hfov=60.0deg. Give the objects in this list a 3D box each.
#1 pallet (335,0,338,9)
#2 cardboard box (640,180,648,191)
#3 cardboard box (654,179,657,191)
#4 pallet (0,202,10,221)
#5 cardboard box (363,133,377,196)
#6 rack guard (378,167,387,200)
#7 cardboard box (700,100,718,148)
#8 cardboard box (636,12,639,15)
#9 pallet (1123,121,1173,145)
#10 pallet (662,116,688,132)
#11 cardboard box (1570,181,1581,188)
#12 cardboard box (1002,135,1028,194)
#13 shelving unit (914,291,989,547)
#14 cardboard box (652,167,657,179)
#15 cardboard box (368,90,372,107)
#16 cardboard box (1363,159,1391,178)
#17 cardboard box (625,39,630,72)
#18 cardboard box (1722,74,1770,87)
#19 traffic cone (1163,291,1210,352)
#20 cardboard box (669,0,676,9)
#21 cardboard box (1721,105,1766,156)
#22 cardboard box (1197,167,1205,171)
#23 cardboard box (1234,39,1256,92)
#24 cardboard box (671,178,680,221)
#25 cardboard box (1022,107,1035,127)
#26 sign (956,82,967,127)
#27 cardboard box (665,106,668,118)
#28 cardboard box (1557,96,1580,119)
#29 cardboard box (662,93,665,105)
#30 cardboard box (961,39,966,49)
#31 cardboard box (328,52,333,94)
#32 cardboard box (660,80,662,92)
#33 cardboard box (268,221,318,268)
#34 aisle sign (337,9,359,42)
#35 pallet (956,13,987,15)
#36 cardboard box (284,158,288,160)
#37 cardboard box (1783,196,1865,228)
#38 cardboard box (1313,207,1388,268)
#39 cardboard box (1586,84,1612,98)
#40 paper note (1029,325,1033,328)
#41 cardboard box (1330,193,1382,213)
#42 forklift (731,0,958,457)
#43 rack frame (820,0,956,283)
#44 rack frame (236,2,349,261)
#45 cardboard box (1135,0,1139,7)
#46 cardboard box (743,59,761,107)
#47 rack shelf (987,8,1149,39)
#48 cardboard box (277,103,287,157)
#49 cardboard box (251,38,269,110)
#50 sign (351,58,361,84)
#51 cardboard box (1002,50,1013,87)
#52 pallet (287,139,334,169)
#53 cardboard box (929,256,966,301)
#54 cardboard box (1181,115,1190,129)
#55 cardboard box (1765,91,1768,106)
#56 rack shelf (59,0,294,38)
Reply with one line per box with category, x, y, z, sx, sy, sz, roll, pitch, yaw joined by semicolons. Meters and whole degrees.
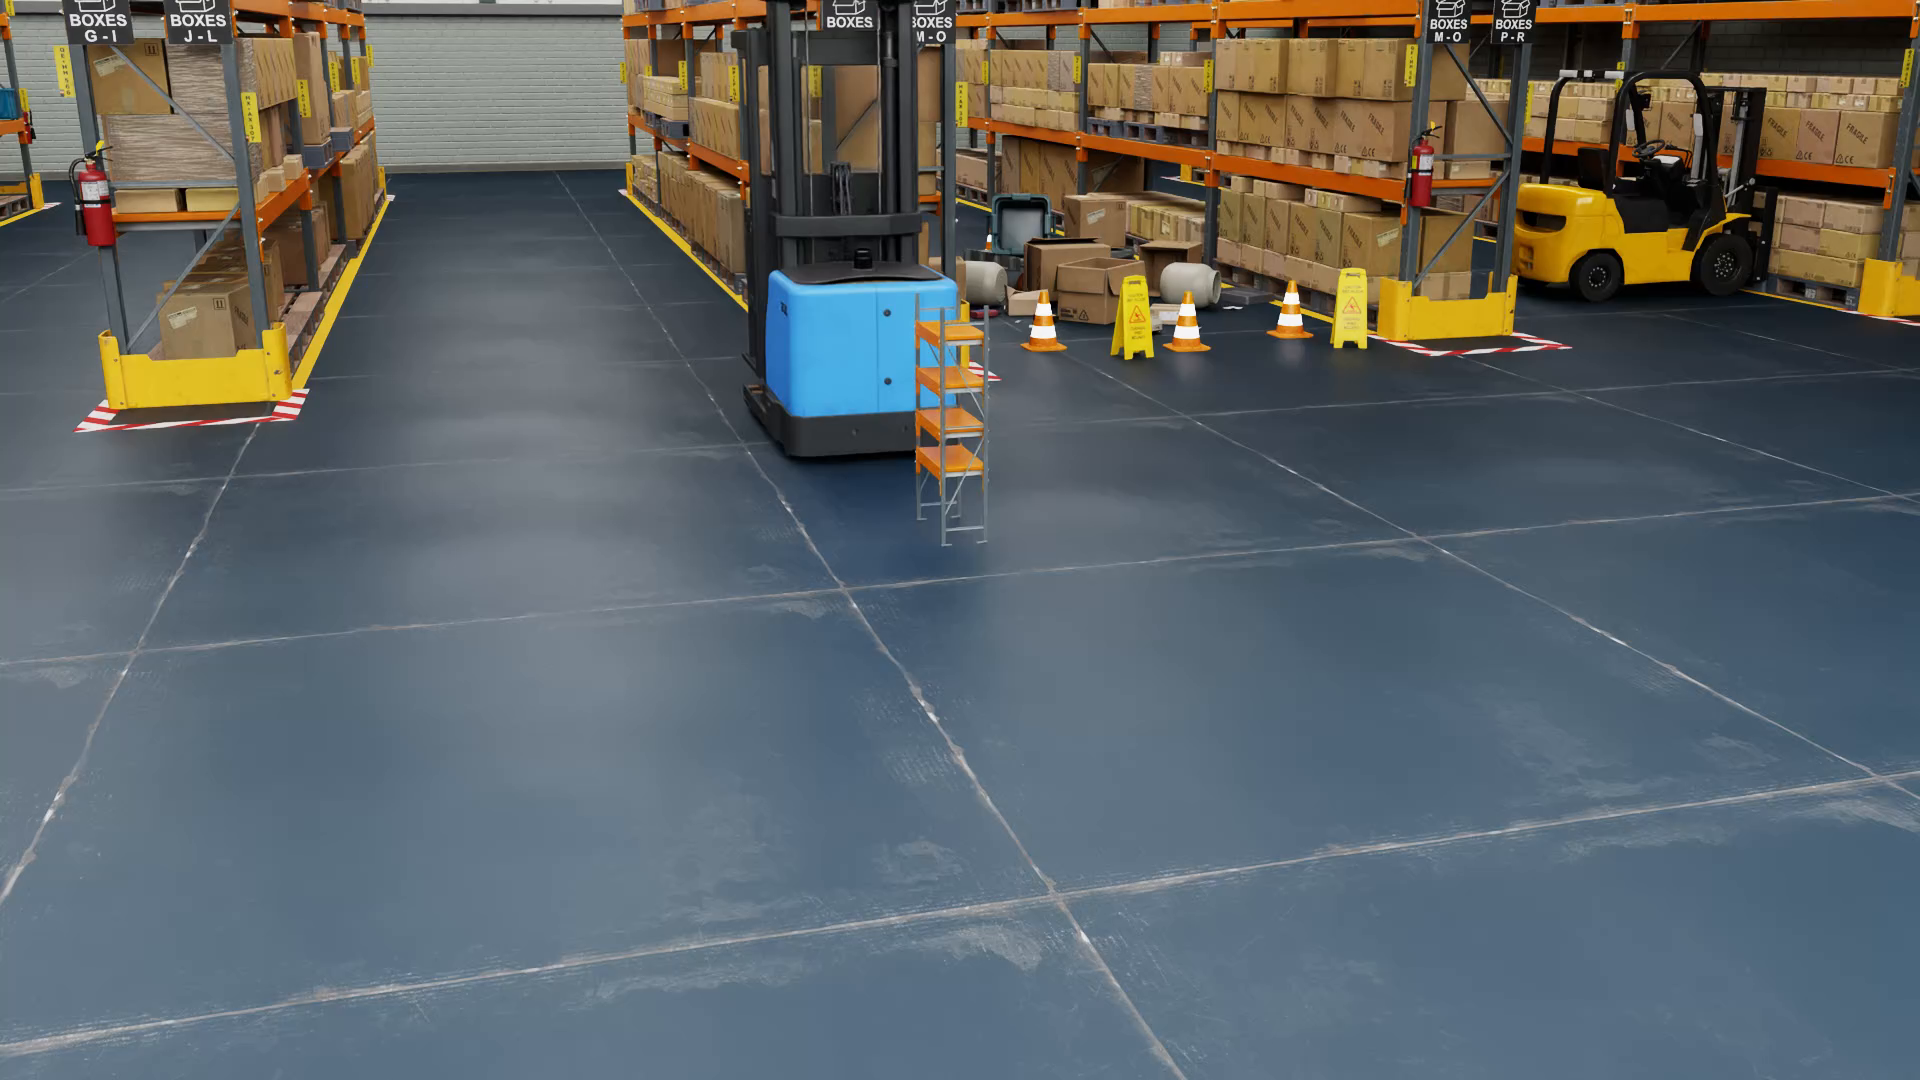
pallet;-8.323;-6.818;21.055;0.805;0.209;1.217;-5;18;-17
cardboard box;-4.752;-5.507;25.796;0.380;0.149;0.250;-6;18;-18
cardboard box;-4.218;-5.127;24.016;0.380;0.149;0.250;-4;17;-14
pallet;-13.963;-4.534;23.180;1.003;0.211;1.213;-5;17;-15
cardboard box;-9.219;-5.590;24.813;0.875;0.875;0.875;-5;17;-15
rack guard;-9.729;-5.639;26.355;1.175;0.500;0.348;-5;17;-15
cardboard box;-2.582;-4.603;18.388;0.500;0.500;0.500;-5;17;-15
cardboard box;-4.487;-7.846;24.404;0.500;0.250;0.500;-5;17;-16
pallet;2.588;-4.764;19.431;1.003;0.211;1.213;-5;17;-15
pallet;-3.310;-5.433;21.659;1.003;0.211;1.213;-5;17;-15
cardboard box;7.722;-3.894;19.600;0.875;0.625;0.625;-4;17;-13
cardboard box;1.153;-5.525;24.594;0.875;0.875;0.875;-4;17;-14
shelving unit;-0.045;-0.620;8.432;0.258;1.200;0.503;-5;17;-15
cardboard box;-4.282;-5.353;24.251;0.380;0.149;0.250;-4;17;-15
cardboard box;-9.334;-6.787;25.576;0.500;0.250;0.500;-5;17;-16
cardboard box;3.719;-3.215;14.377;0.380;0.149;0.250;-5;17;-16
cardboard box;-5.057;-7.718;26.502;0.500;0.500;0.500;-5;17;-16
cardboard box;8.108;-4.726;17.154;0.380;0.149;0.250;-5;17;-15
traffic cone;1.871;-1.807;13.664;0.336;0.463;0.334;-5;17;-15
cardboard box;-3.278;-6.740;20.289;0.500;0.500;0.500;-5;17;-15
cardboard box;8.164;-4.168;16.940;0.500;0.500;0.500;-5;17;-15
cardboard box;4.655;-6.835;29.602;0.797;0.503;0.637;-5;18;-17
cardboard box;3.136;-4.681;16.392;0.700;0.500;0.500;-5;17;-15
cardboard box;-3.459;-4.435;21.617;0.500;0.500;0.500;-6;18;-18
cardboard box;1.171;-5.867;23.030;0.500;0.250;0.500;-5;17;-16
sign;0.007;-3.263;12.457;0.100;0.325;0.005;-5;17;-15
cardboard box;-3.442;-5.302;20.594;0.380;0.149;0.250;-4;17;-14
cardboard box;7.347;-5.112;19.648;0.500;0.250;0.500;-5;17;-17
cardboard box;-3.518;-5.520;20.805;0.380;0.149;0.250;-5;17;-15
cardboard box;0.225;-7.762;26.041;0.380;0.149;0.250;-5;17;-16
cardboard box;-8.076;-5.714;20.342;0.797;0.503;0.637;-4;17;-13
cardboard box;-3.579;-5.729;20.982;0.380;0.149;0.250;-5;17;-15
cardboard box;-6.685;-2.829;16.235;0.700;0.500;0.500;-5;17;-16
aisle sign;-9.453;-8.118;25.745;0.394;0.787;0.004;-5;17;-15
pallet;0.020;-8.803;27.483;1.003;0.211;1.213;-5;17;-15
cardboard box;-6.012;-3.210;14.360;0.380;0.149;0.250;-5;17;-15
cardboard box;8.403;-3.187;16.160;0.500;0.250;0.500;-4;17;-14
cardboard box;3.586;-2.776;15.224;0.500;0.500;0.500;-4;17;-13
cardboard box;7.480;-5.192;19.223;0.380;0.149;0.250;-5;17;-16
paper note;0.685;-1.902;14.732;0.144;0.017;0.142;1;17;4
cardboard box;3.567;-3.038;14.972;0.380;0.149;0.250;-4;17;-14
forklift;-0.871;-2.279;10.943;1.130;2.935;3.031;-4;17;-14
rack frame;-0.528;-2.768;12.452;1.000;3.000;0.127;-5;17;-15
rack frame;-7.523;-4.617;18.607;1.000;3.000;0.127;-5;17;-15
cardboard box;2.452;-6.466;19.372;0.797;0.503;0.637;-5;17;-15
cardboard box;-1.559;-4.358;15.610;0.875;0.550;0.550;-5;17;-15
rack shelf;1.455;-7.045;22.729;1.077;0.370;4.000;-5;17;-15
cardboard box;-6.360;-3.571;14.436;0.875;0.500;0.500;-5;17;-15
cardboard box;-5.345;-3.385;12.079;0.500;0.500;0.500;-5;17;-15
sign;-8.104;-6.285;22.287;0.100;0.325;0.005;-5;17;-15
cardboard box;0.917;-6.750;23.798;0.500;0.500;0.500;-5;17;-16
pallet;-6.494;-3.641;15.693;1.003;0.211;1.213;-5;17;-15
cardboard box;-0.214;-2.330;15.336;0.500;0.500;0.500;-2;17;-6
cardboard box;2.642;-4.569;18.156;0.380;0.149;0.250;-5;17;-17
cardboard box;8.252;-4.442;16.724;0.380;0.149;0.250;-5;17;-16
rack shelf;-5.875;-4.049;12.754;1.077;0.370;4.000;-5;17;-15
